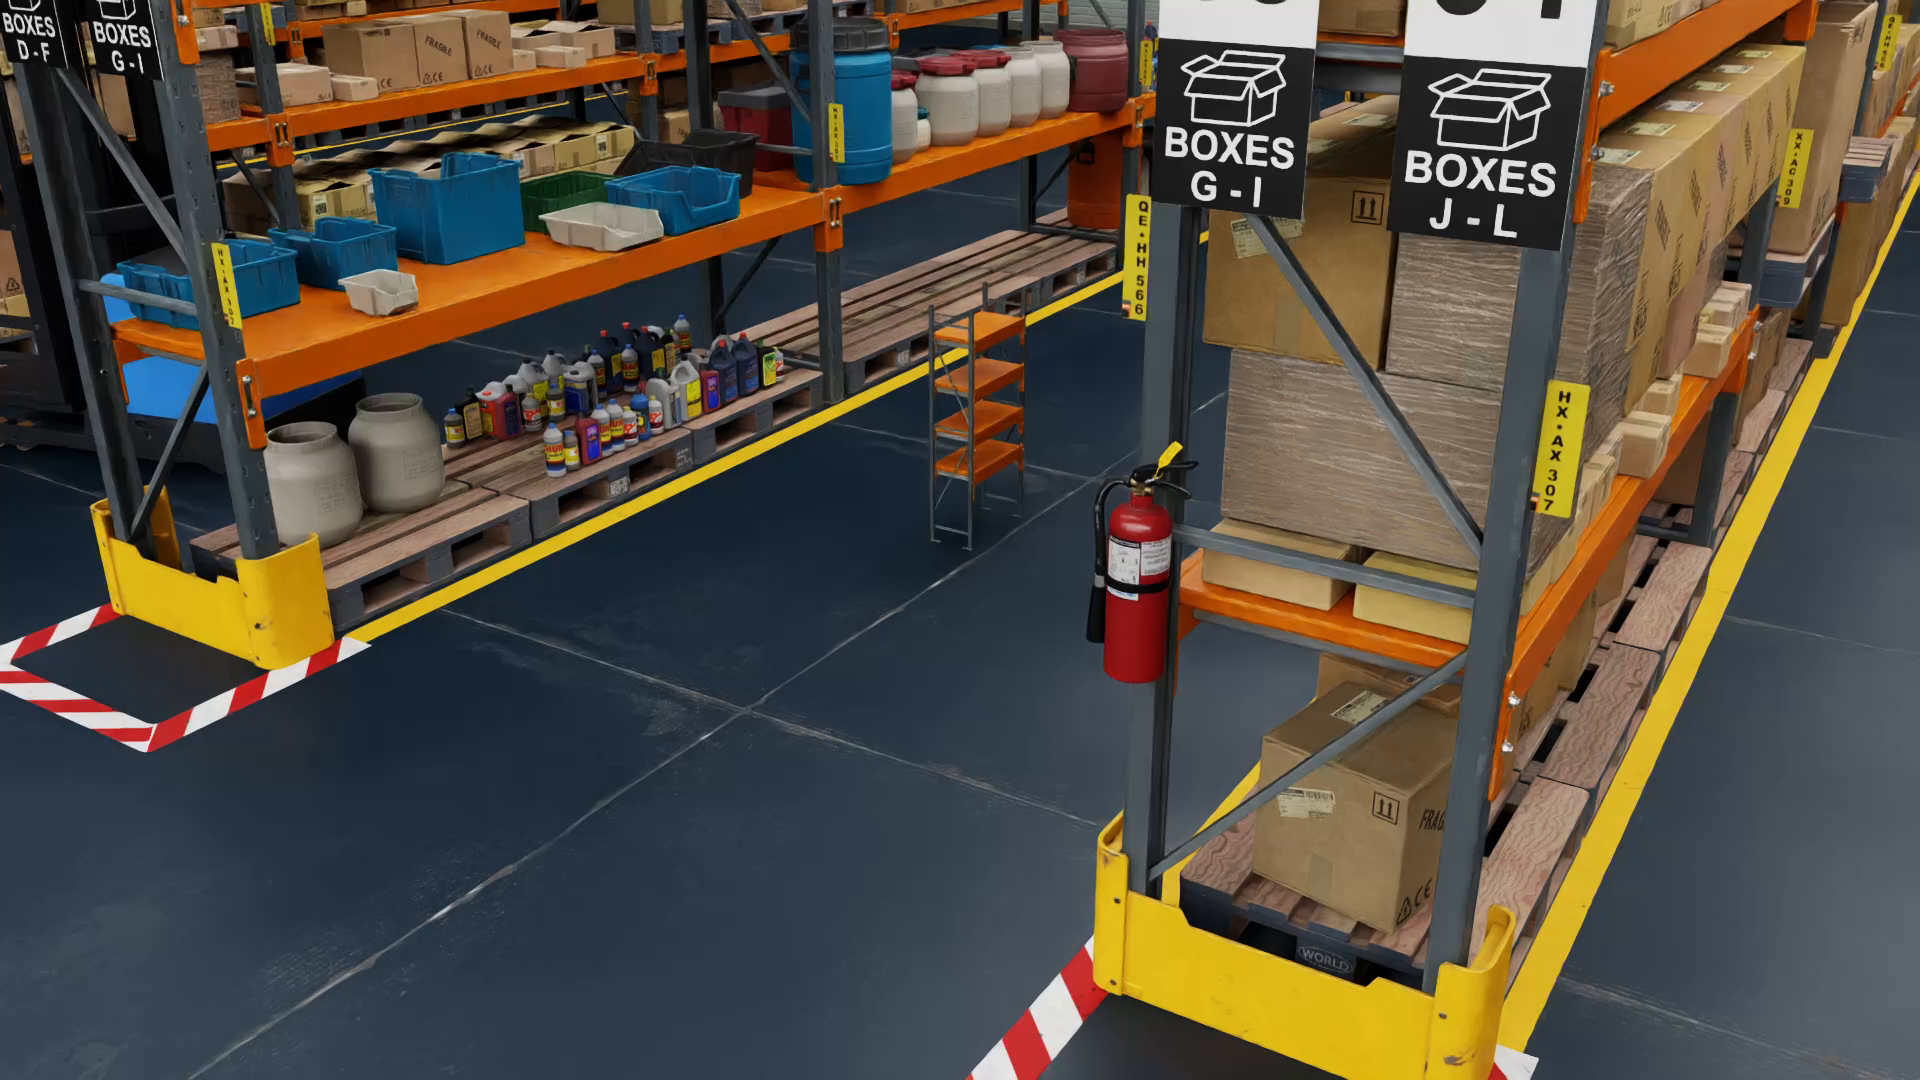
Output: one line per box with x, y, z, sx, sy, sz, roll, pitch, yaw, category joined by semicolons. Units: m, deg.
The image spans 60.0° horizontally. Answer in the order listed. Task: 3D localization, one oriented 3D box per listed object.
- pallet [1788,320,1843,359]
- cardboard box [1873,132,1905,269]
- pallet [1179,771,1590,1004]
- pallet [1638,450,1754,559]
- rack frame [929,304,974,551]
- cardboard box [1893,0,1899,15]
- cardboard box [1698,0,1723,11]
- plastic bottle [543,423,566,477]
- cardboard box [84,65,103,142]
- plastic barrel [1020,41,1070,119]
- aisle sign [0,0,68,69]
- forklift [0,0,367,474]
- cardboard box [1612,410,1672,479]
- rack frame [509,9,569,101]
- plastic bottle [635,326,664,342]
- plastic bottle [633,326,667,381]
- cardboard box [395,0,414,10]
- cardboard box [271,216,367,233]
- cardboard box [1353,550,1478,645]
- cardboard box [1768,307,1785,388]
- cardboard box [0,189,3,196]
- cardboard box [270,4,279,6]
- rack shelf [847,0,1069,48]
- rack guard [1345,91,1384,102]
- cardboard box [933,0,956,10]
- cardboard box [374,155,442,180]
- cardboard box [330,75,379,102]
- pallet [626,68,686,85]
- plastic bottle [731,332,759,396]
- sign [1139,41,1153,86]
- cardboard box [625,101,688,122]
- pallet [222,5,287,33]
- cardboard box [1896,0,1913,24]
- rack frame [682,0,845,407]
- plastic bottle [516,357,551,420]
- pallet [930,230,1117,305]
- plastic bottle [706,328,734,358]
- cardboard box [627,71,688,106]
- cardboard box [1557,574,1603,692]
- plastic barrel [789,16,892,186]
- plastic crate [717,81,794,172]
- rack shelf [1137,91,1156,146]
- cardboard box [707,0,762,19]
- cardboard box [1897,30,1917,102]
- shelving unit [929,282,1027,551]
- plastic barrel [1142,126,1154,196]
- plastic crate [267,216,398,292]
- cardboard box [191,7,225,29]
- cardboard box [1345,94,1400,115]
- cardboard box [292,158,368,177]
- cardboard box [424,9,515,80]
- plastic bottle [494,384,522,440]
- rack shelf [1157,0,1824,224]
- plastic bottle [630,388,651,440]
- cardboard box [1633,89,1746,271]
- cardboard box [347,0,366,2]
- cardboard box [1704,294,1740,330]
5.631;-1.598;11.676;1.003;0.211;1.213;14;27;29;pallet
6.470;-2.673;12.795;1.225;0.875;0.875;13;27;27;cardboard box
1.430;1.060;5.536;1.003;0.211;1.213;14;27;29;pallet
3.450;-0.261;8.587;1.003;0.211;1.213;14;27;29;pallet
-0.041;-0.524;7.950;0.240;1.200;0.015;14;27;29;rack frame
6.931;-4.266;12.941;0.797;0.503;0.637;13;27;28;cardboard box
1.936;-1.685;4.780;0.500;0.250;0.500;14;27;29;cardboard box
-2.056;-0.462;8.421;0.097;0.271;0.097;0;23;0;plastic bottle
-6.142;-2.902;11.051;0.700;0.500;0.500;14;27;30;cardboard box
0.582;-3.325;12.014;0.421;0.512;0.421;0;23;0;plastic barrel
-3.567;-2.196;6.275;0.394;0.787;0.004;14;27;29;aisle sign
-5.047;-2.039;9.271;3.031;2.935;1.130;8;25;17;forklift
2.158;-0.344;5.586;0.380;0.149;0.250;14;27;29;cardboard box
-5.364;-7.092;20.856;1.000;3.000;0.127;14;27;29;rack frame
-1.855;-1.137;9.975;0.152;0.276;0.135;15;28;31;plastic bottle
-1.823;-1.086;9.763;0.144;0.351;0.185;14;27;29;plastic bottle
-6.448;-6.138;18.944;0.380;0.149;0.250;14;27;30;cardboard box
-4.950;-2.370;12.881;0.500;0.250;0.500;13;27;28;cardboard box
1.284;0.142;4.463;0.380;0.149;0.250;14;27;29;cardboard box
4.533;-1.262;9.982;0.700;0.500;0.500;11;26;25;cardboard box
-6.411;-2.201;11.548;0.500;0.500;0.500;14;27;29;cardboard box
-7.519;-5.799;18.161;0.380;0.149;0.250;14;27;30;cardboard box
-0.098;-6.400;20.163;1.077;0.370;4.000;14;27;29;rack shelf
5.165;-5.229;19.700;1.175;0.500;0.348;14;27;29;rack guard
-0.385;-6.389;19.107;0.500;0.500;0.500;14;27;30;cardboard box
-4.403;-2.973;13.568;0.500;0.311;0.500;13;27;27;cardboard box
-4.732;-3.496;12.865;0.380;0.149;0.250;14;27;29;cardboard box
-4.253;-6.466;22.920;1.003;0.211;1.213;14;27;29;pallet
-1.262;-1.024;9.620;0.144;0.351;0.185;13;27;28;plastic bottle
1.414;-3.627;12.648;0.100;0.325;0.005;14;27;29;sign
-2.969;-4.124;16.594;0.500;0.500;0.500;15;28;31;cardboard box
-7.759;-5.391;17.168;1.213;0.211;1.003;14;27;29;pallet
7.731;-4.497;13.734;0.500;0.500;0.500;14;27;29;cardboard box
-1.167;-2.315;9.823;1.000;3.000;0.127;14;27;29;rack frame
-2.367;-0.846;9.210;0.144;0.351;0.185;15;28;31;plastic bottle
0.501;-2.132;12.910;1.003;0.211;1.213;14;27;29;pallet
-1.384;-1.054;9.690;0.144;0.351;0.185;14;27;29;plastic bottle
-2.943;-4.488;16.491;0.500;0.250;0.500;15;28;31;cardboard box
2.240;0.225;6.573;0.500;0.500;0.500;11;26;24;cardboard box
-0.706;-2.612;9.878;0.600;0.901;0.708;14;27;29;plastic barrel
-1.171;-2.572;10.336;0.402;0.464;0.583;14;27;29;plastic crate
1.998;-4.010;14.643;1.077;0.370;4.000;14;27;29;rack shelf
-2.382;-5.448;16.405;0.700;0.500;0.500;20;31;39;cardboard box
6.979;-3.643;12.763;0.500;0.500;0.500;15;27;31;cardboard box
0.087;-0.606;8.141;0.258;1.200;0.503;14;27;29;shelving unit
1.782;-3.301;14.607;0.600;0.588;0.708;14;27;29;plastic barrel
-2.920;-1.347;7.772;0.499;0.251;0.408;14;27;29;plastic crate
-5.602;-3.845;11.597;0.700;0.500;0.500;14;27;29;cardboard box
1.536;-1.144;5.359;0.500;0.500;0.500;14;27;29;cardboard box
-5.134;-2.917;13.438;0.500;0.311;0.500;15;27;30;cardboard box
-4.134;-4.181;14.006;0.500;0.500;0.500;12;26;26;cardboard box
-2.434;-0.690;8.933;0.061;0.283;0.133;14;27;29;plastic bottle
1.986;-1.649;5.413;1.077;0.370;4.000;14;27;29;rack shelf
-1.715;-0.680;8.925;0.097;0.271;0.097;0;23;0;plastic bottle
2.243;-1.203;5.495;0.500;0.500;0.500;14;27;29;cardboard box
-6.716;-6.218;18.313;0.500;0.500;0.500;15;28;31;cardboard box
3.037;-0.946;6.975;0.380;0.149;0.250;14;27;29;cardboard box
